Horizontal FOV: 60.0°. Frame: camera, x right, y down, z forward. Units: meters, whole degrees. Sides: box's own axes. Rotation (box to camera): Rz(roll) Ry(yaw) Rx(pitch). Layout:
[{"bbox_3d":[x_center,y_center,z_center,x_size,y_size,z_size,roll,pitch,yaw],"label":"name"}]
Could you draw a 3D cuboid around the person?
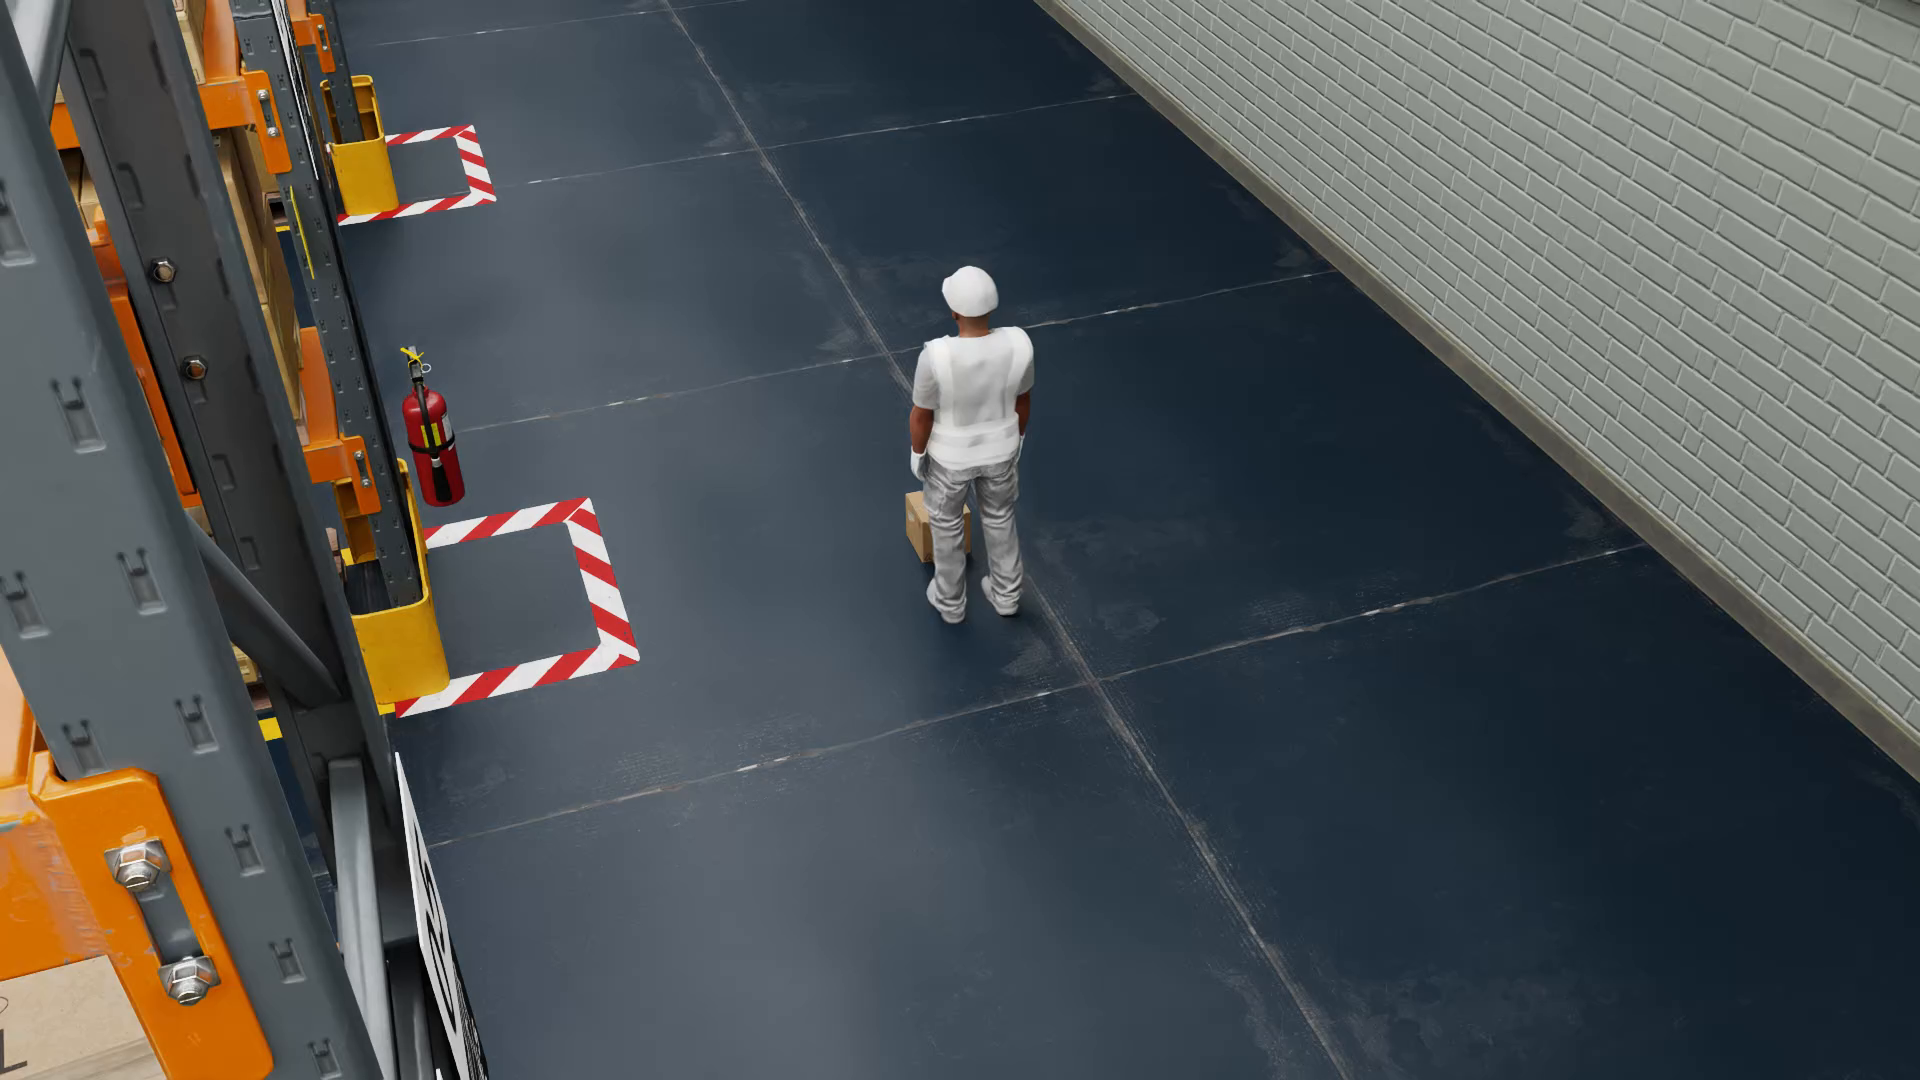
[{"bbox_3d":[0.041,-0.396,7.305,0.541,1.801,0.361,-12,39,-15],"label":"person"}]
